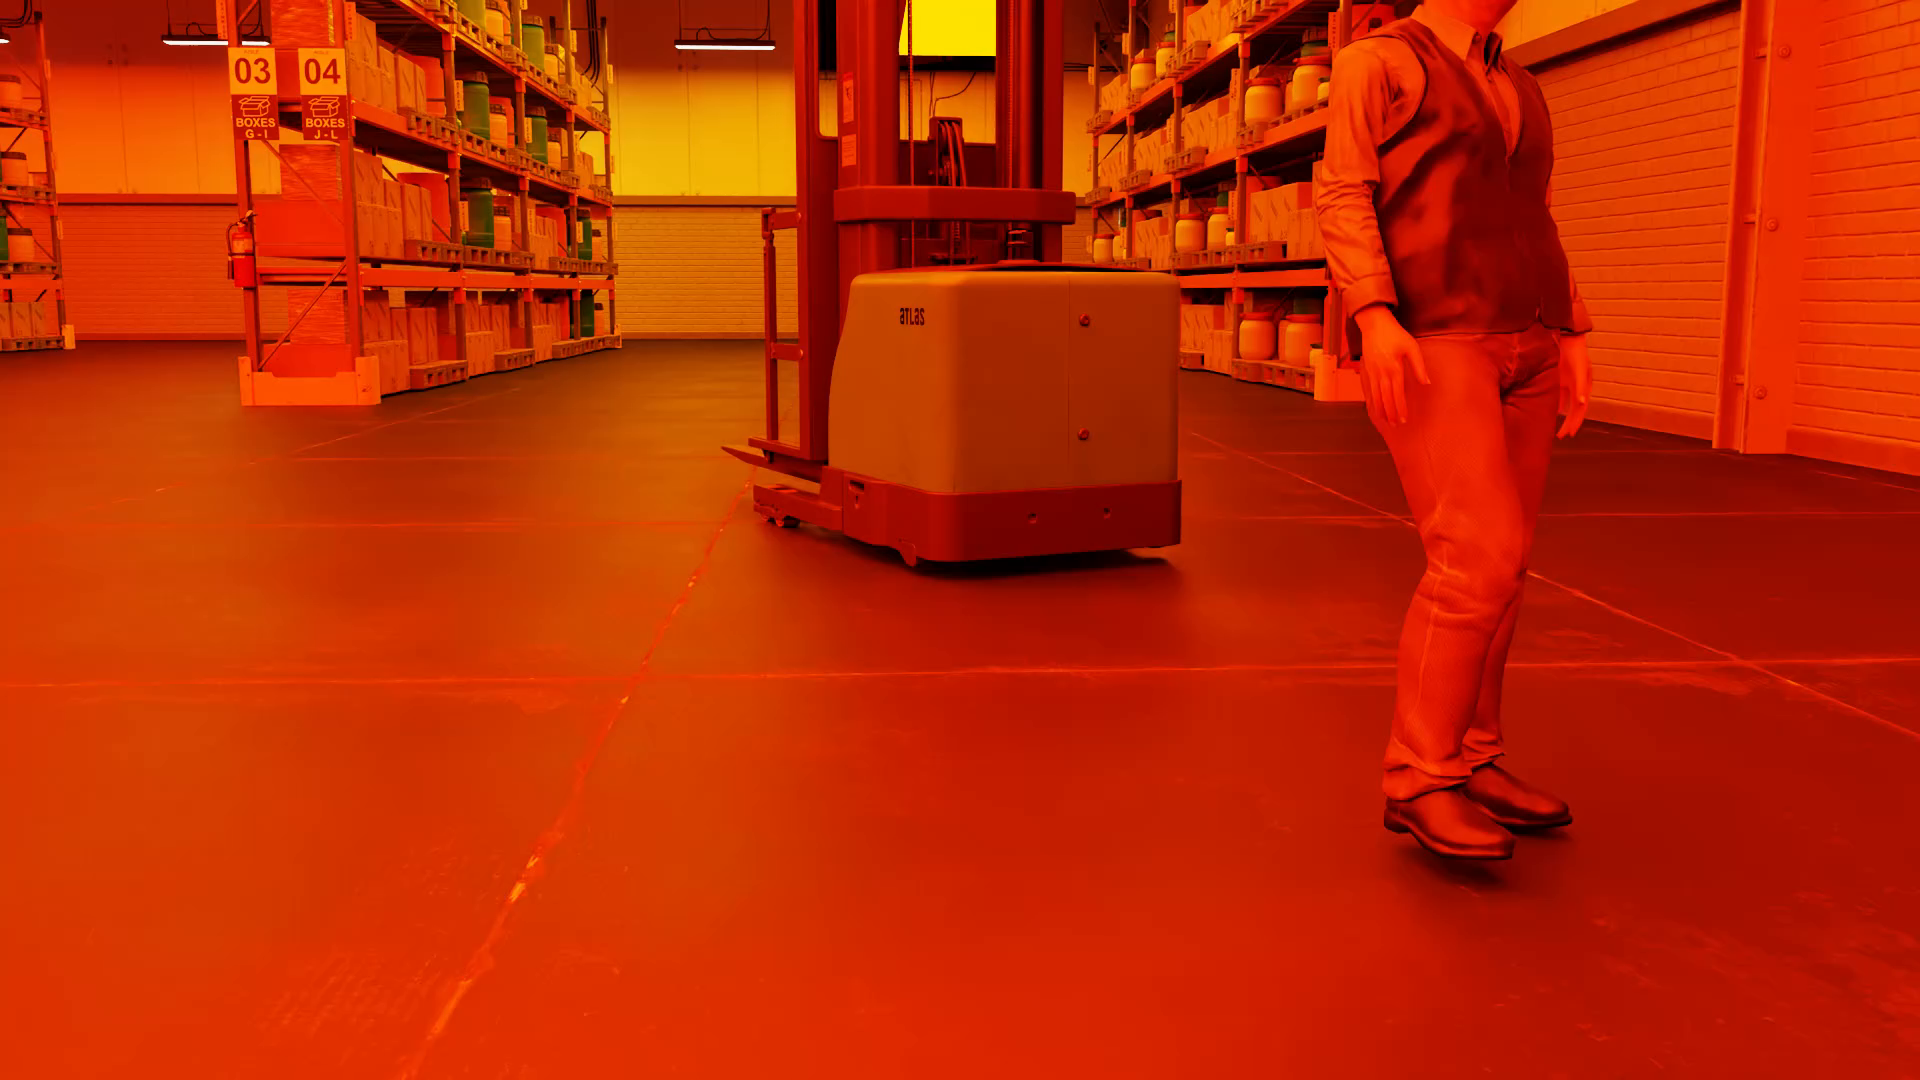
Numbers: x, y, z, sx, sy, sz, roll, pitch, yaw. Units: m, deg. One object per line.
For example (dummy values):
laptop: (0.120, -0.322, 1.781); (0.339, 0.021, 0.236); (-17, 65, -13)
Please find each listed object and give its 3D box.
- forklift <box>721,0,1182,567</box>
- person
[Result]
forklift: (-0.264, -1.530, 7.137); (1.130, 2.935, 3.031); (-4, 9, -25)
person: (0.972, -0.320, 3.060); (0.633, 1.717, 0.578); (-6, 10, -34)
